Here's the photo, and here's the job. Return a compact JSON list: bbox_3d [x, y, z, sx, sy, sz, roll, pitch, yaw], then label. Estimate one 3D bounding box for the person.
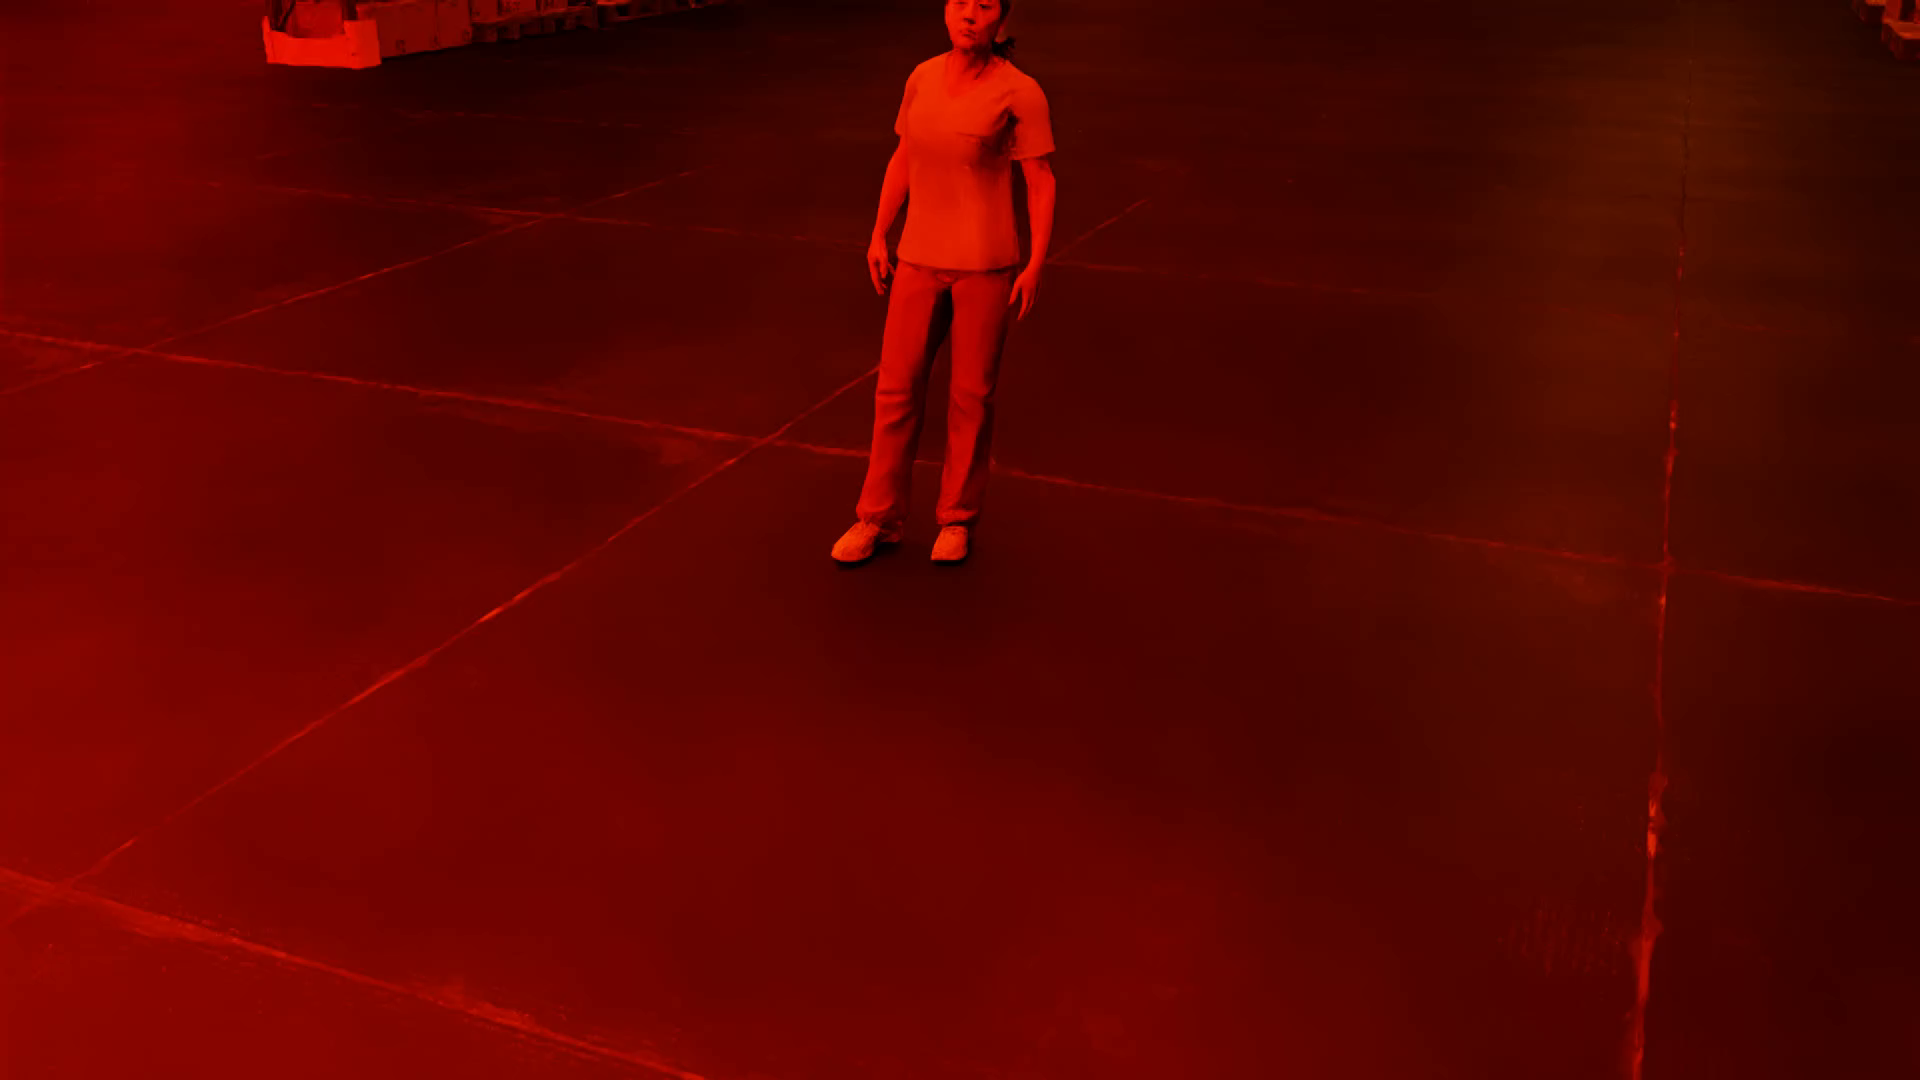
[{"bbox_3d":[-0.038,-0.755,4.708,0.554,1.674,0.548,9,24,21],"label":"person"}]
